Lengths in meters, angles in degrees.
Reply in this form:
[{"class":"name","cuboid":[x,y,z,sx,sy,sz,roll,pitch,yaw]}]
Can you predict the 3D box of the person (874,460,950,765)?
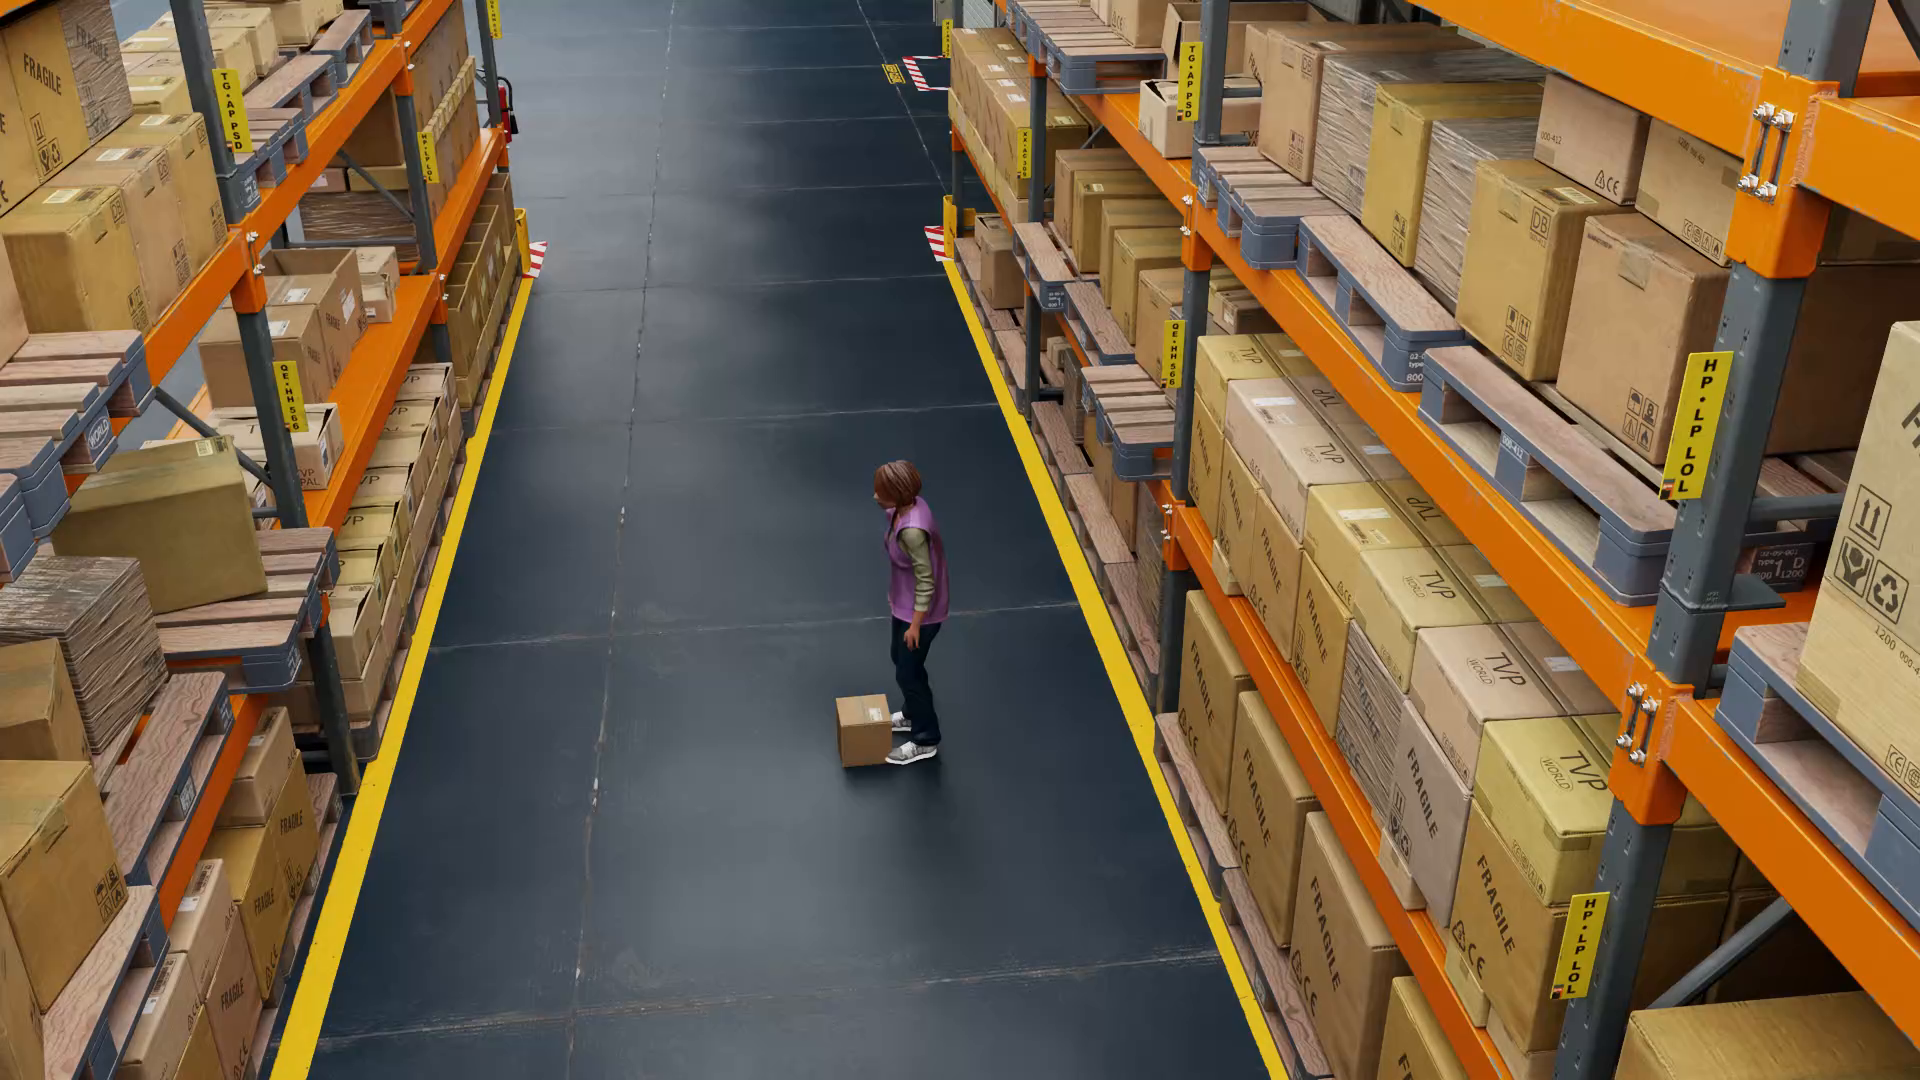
[{"class":"person","cuboid":[-0.234,0.334,7.991,0.343,1.593,0.485,-5,28,-10]}]
